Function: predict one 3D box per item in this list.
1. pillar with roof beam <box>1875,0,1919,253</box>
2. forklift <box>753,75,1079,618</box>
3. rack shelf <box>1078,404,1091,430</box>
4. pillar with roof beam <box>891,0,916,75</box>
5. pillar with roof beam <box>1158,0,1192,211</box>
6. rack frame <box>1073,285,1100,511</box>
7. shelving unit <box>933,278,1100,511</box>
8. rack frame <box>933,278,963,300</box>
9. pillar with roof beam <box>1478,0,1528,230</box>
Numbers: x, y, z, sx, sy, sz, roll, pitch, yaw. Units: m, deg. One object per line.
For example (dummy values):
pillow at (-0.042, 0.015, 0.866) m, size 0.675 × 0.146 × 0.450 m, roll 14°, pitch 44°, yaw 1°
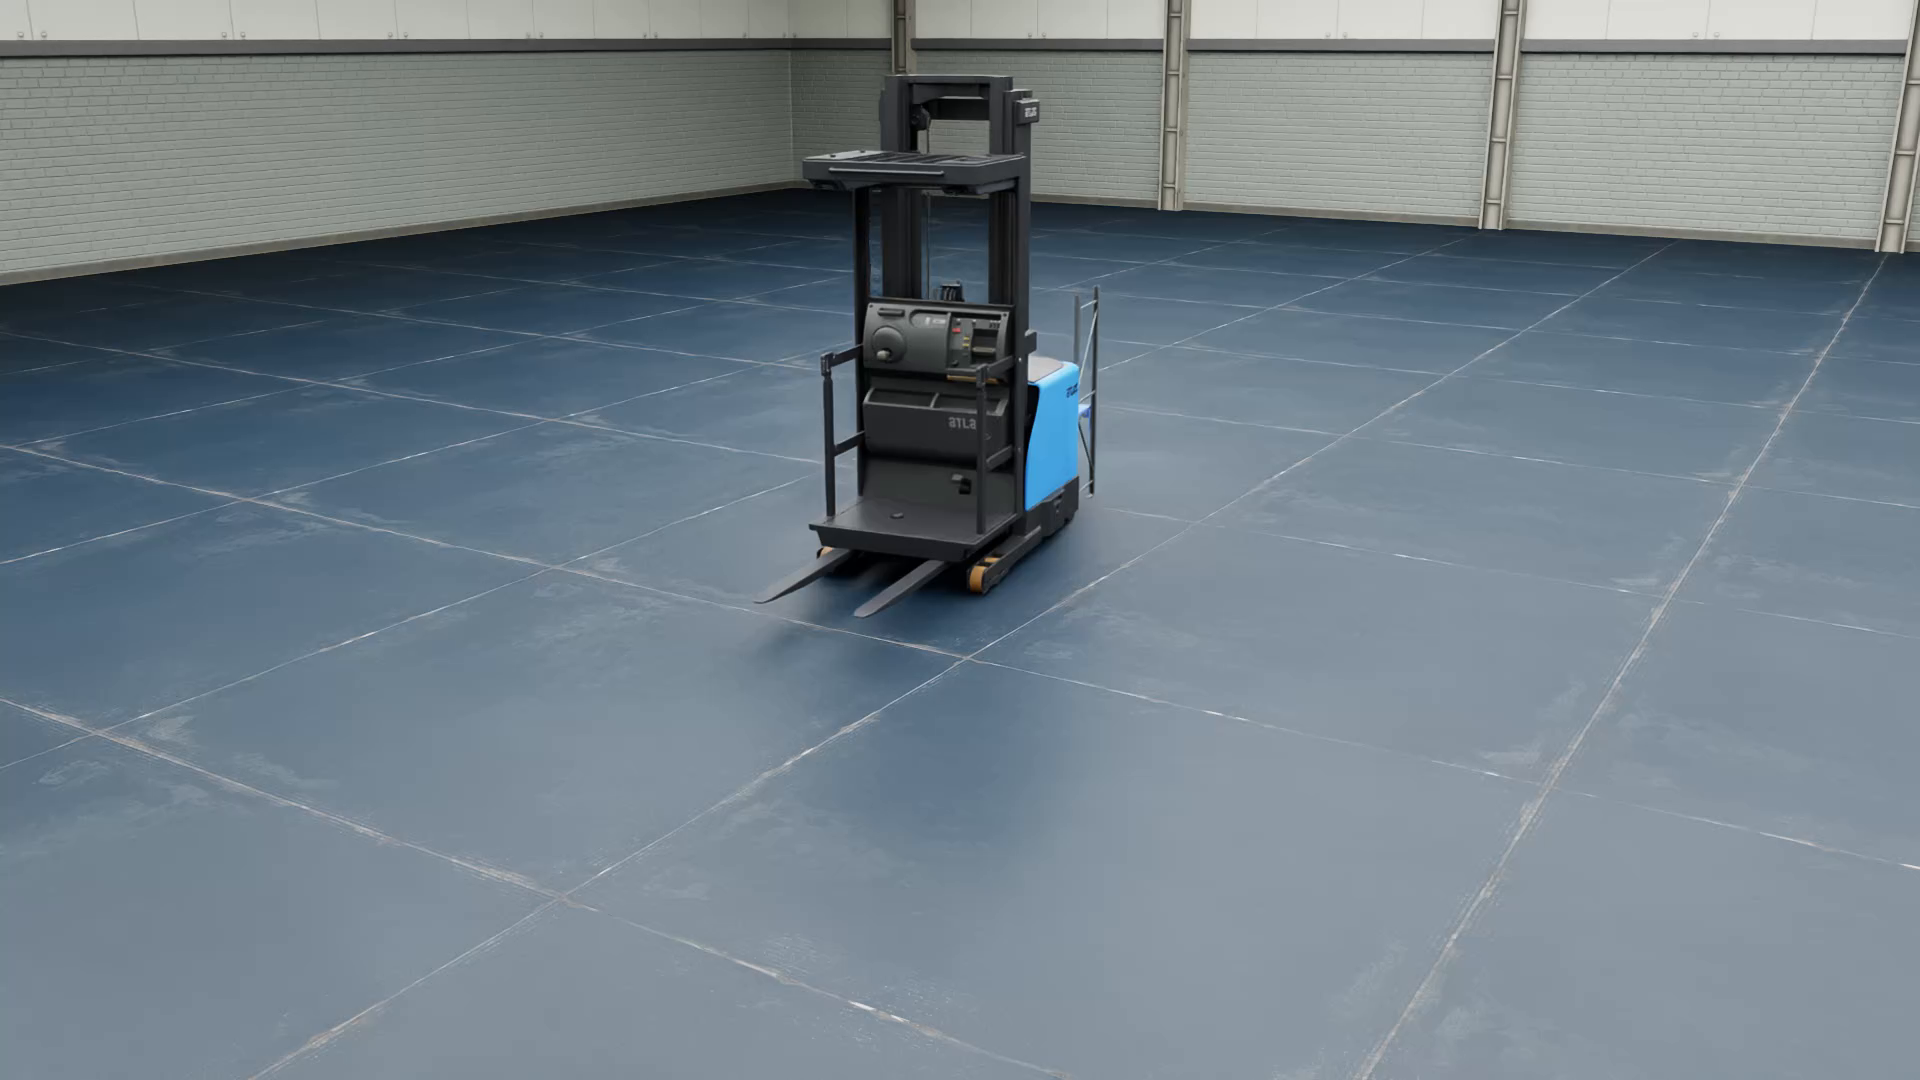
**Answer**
pillar with roof beam at (11.951, -7.650, 20.582) m, size 0.400 × 9.000 × 9.100 m, roll 10°, pitch 20°, yaw 30°
forklift at (-0.229, -1.224, 9.867) m, size 1.130 × 2.935 × 3.031 m, roll 7°, pitch 18°, yaw 22°
rack shelf at (0.392, -0.860, 11.751) m, size 1.000 × 0.185 × 0.538 m, roll 6°, pitch 18°, yaw 20°
pillar with roof beam at (-3.387, -10.388, 29.595) m, size 0.400 × 9.000 × 9.100 m, roll 10°, pitch 20°, yaw 30°
pillar with roof beam at (1.725, -9.475, 26.591) m, size 0.400 × 9.000 × 9.100 m, roll 10°, pitch 20°, yaw 30°
rack frame at (0.867, -0.980, 11.526) m, size 0.032 × 1.500 × 0.500 m, roll 6°, pitch 18°, yaw 20°
shelving unit at (0.392, -1.032, 11.699) m, size 1.048 × 1.500 × 0.538 m, roll 6°, pitch 18°, yaw 20°
rack frame at (-0.083, -1.085, 11.871) m, size 0.032 × 1.500 × 0.500 m, roll 6°, pitch 18°, yaw 20°
pillar with roof beam at (6.838, -8.562, 23.586) m, size 0.400 × 9.000 × 9.100 m, roll 10°, pitch 20°, yaw 30°
